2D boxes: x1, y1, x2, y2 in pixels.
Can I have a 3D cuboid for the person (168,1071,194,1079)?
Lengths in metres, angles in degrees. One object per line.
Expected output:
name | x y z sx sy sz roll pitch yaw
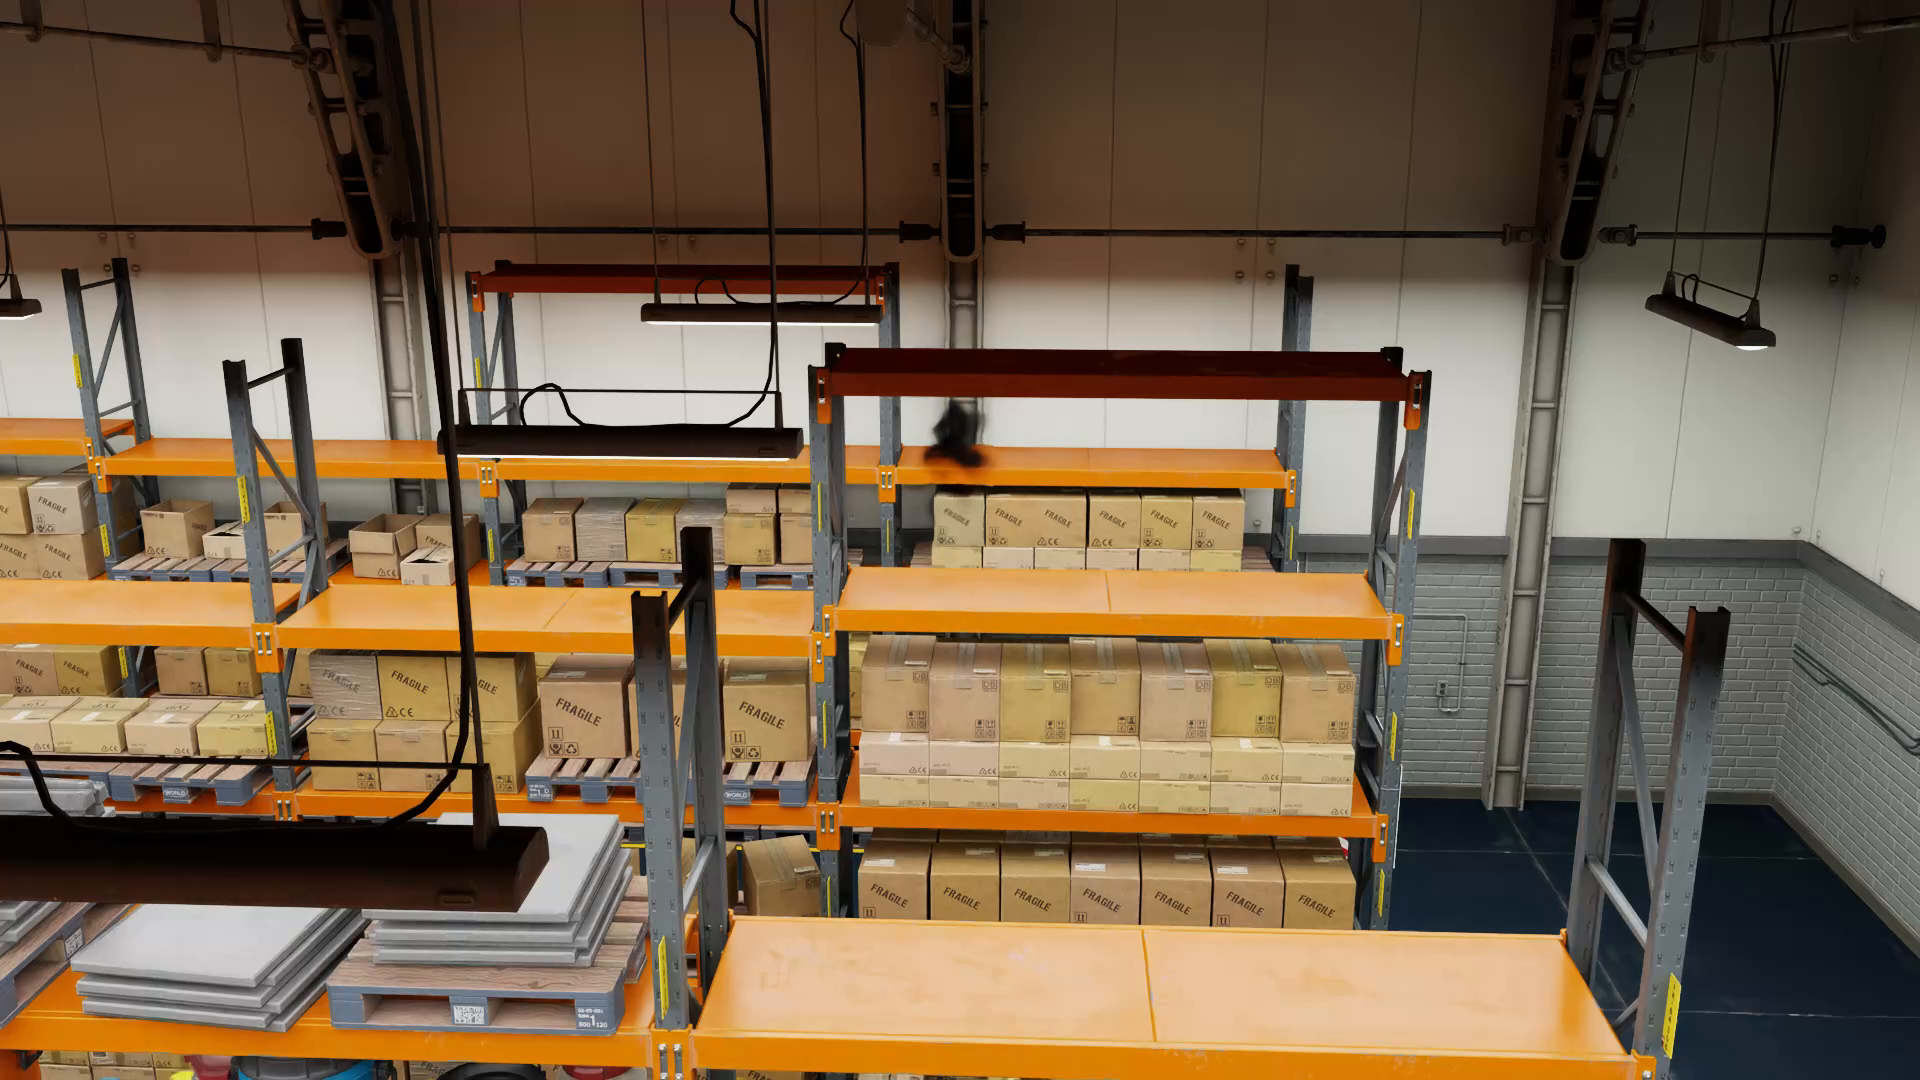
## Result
person | -4.871 4.263 10.810 0.911 1.828 0.729 -1 16 -5
